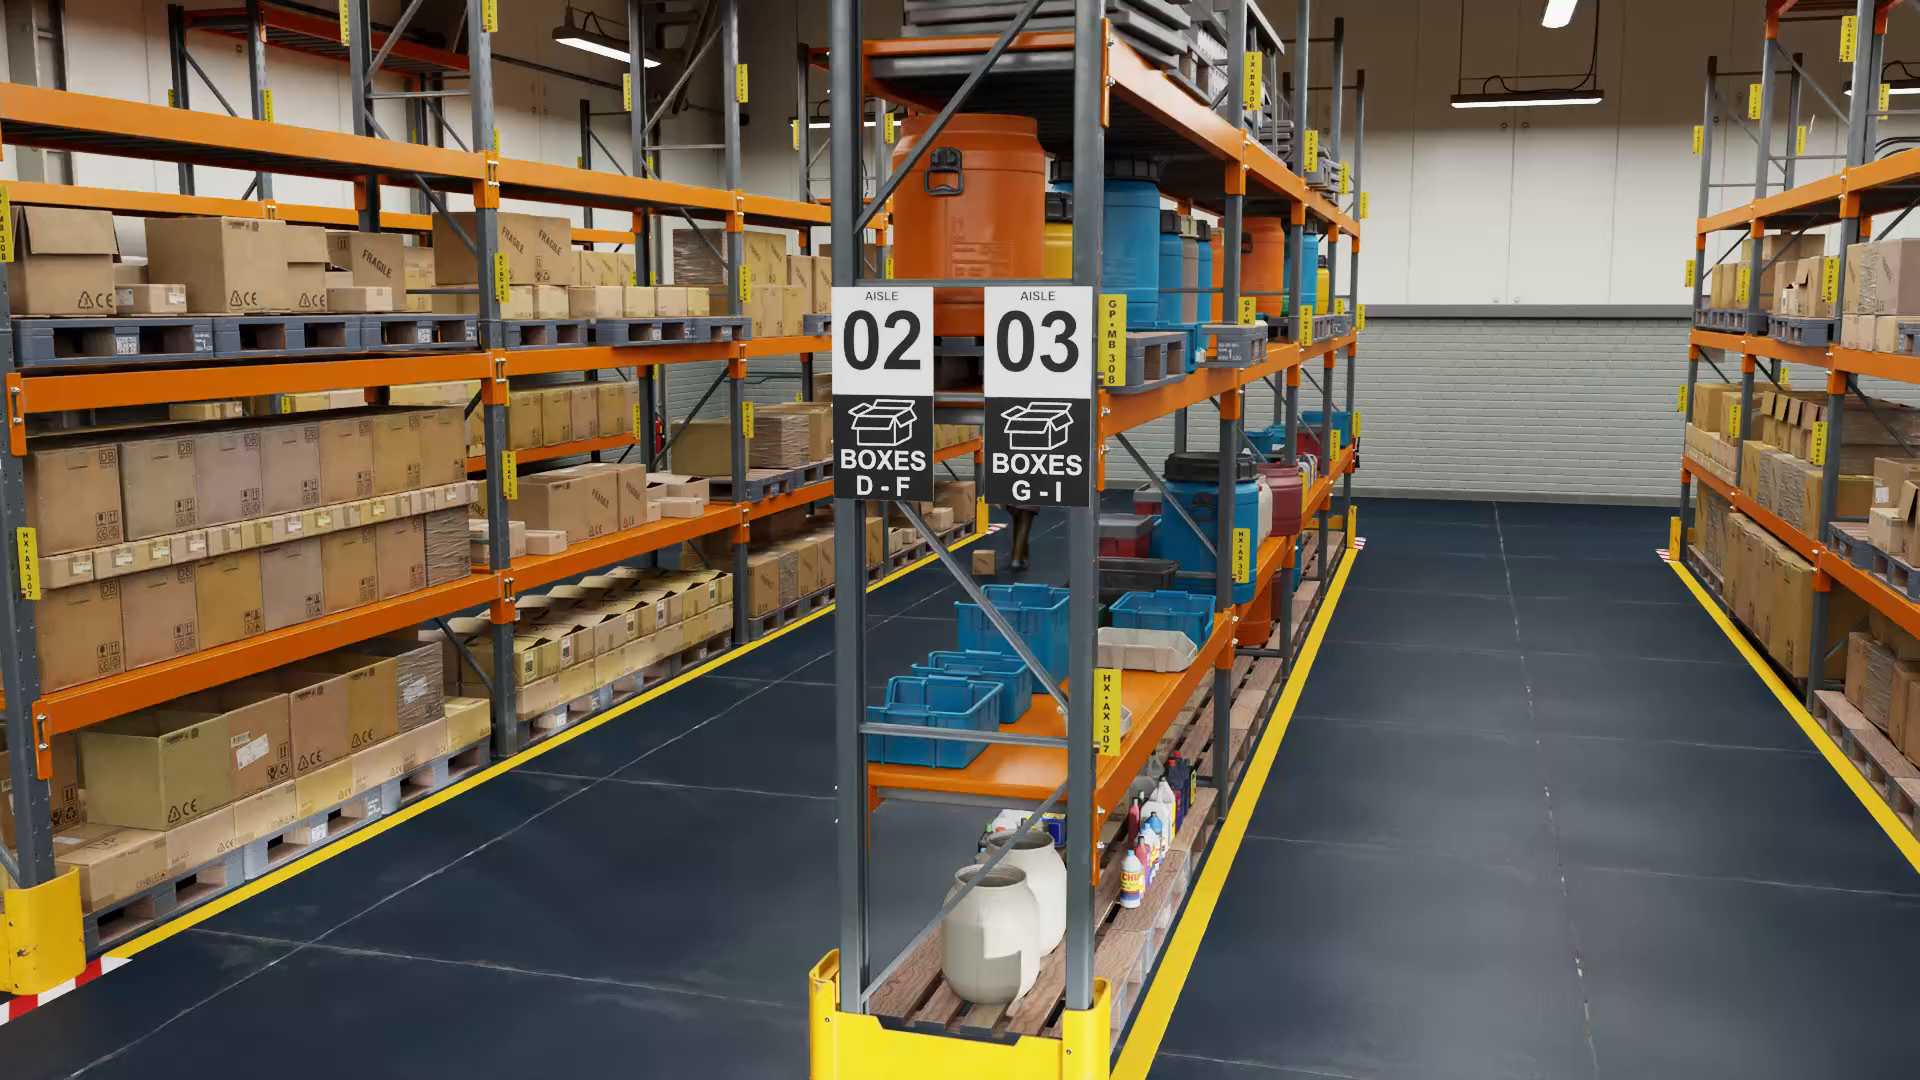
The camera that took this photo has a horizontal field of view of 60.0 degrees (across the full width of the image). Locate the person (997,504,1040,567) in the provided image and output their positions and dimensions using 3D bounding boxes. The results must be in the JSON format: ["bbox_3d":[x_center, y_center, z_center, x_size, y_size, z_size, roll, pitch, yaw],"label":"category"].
[{"bbox_3d":[0.786,-0.575,19.799,0.637,1.724,1.078,3,9,19],"label":"person"}]
